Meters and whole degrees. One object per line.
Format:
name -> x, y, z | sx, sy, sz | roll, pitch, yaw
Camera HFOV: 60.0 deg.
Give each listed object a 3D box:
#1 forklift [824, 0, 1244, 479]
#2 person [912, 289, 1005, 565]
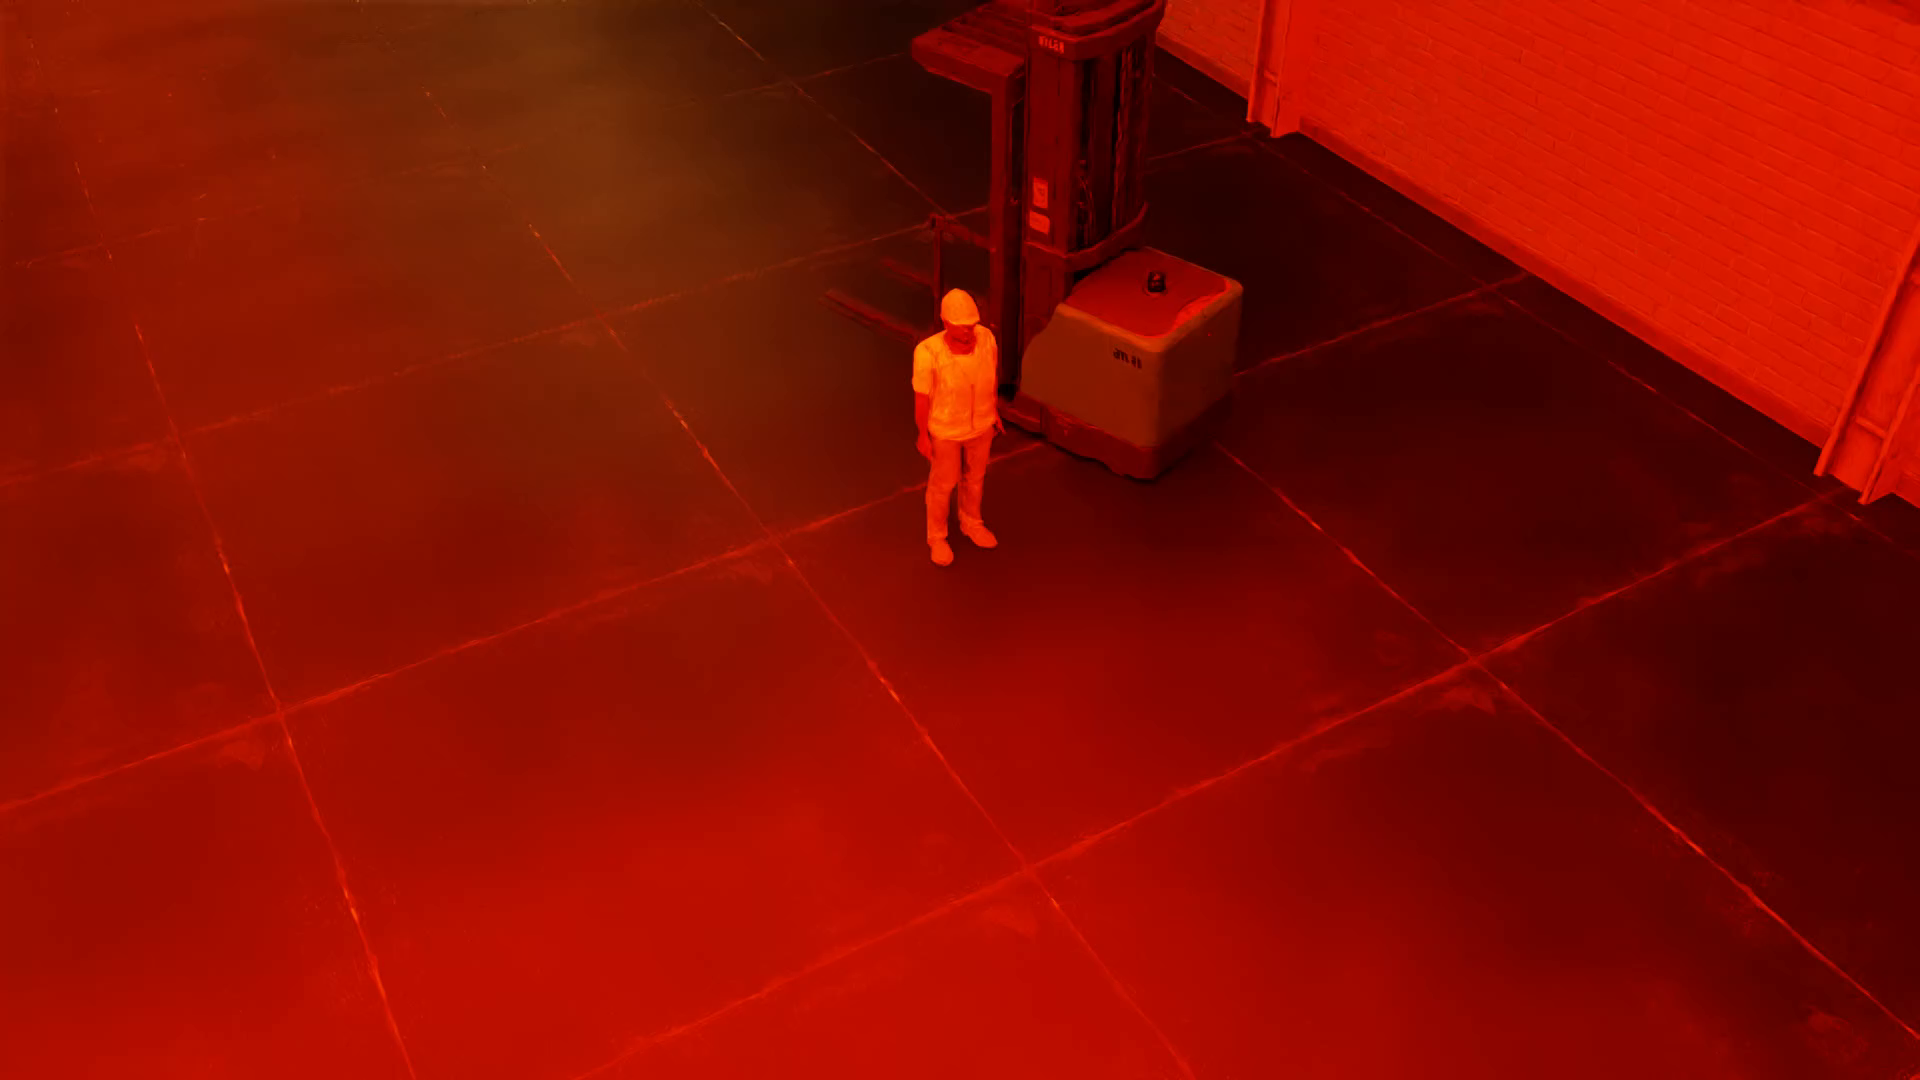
forklift -> 0.379, -2.313, 10.825 | 3.031, 2.935, 1.130 | 28, 47, 30
person -> 0.007, -0.674, 9.760 | 0.559, 1.771, 0.367 | -20, 44, -23
